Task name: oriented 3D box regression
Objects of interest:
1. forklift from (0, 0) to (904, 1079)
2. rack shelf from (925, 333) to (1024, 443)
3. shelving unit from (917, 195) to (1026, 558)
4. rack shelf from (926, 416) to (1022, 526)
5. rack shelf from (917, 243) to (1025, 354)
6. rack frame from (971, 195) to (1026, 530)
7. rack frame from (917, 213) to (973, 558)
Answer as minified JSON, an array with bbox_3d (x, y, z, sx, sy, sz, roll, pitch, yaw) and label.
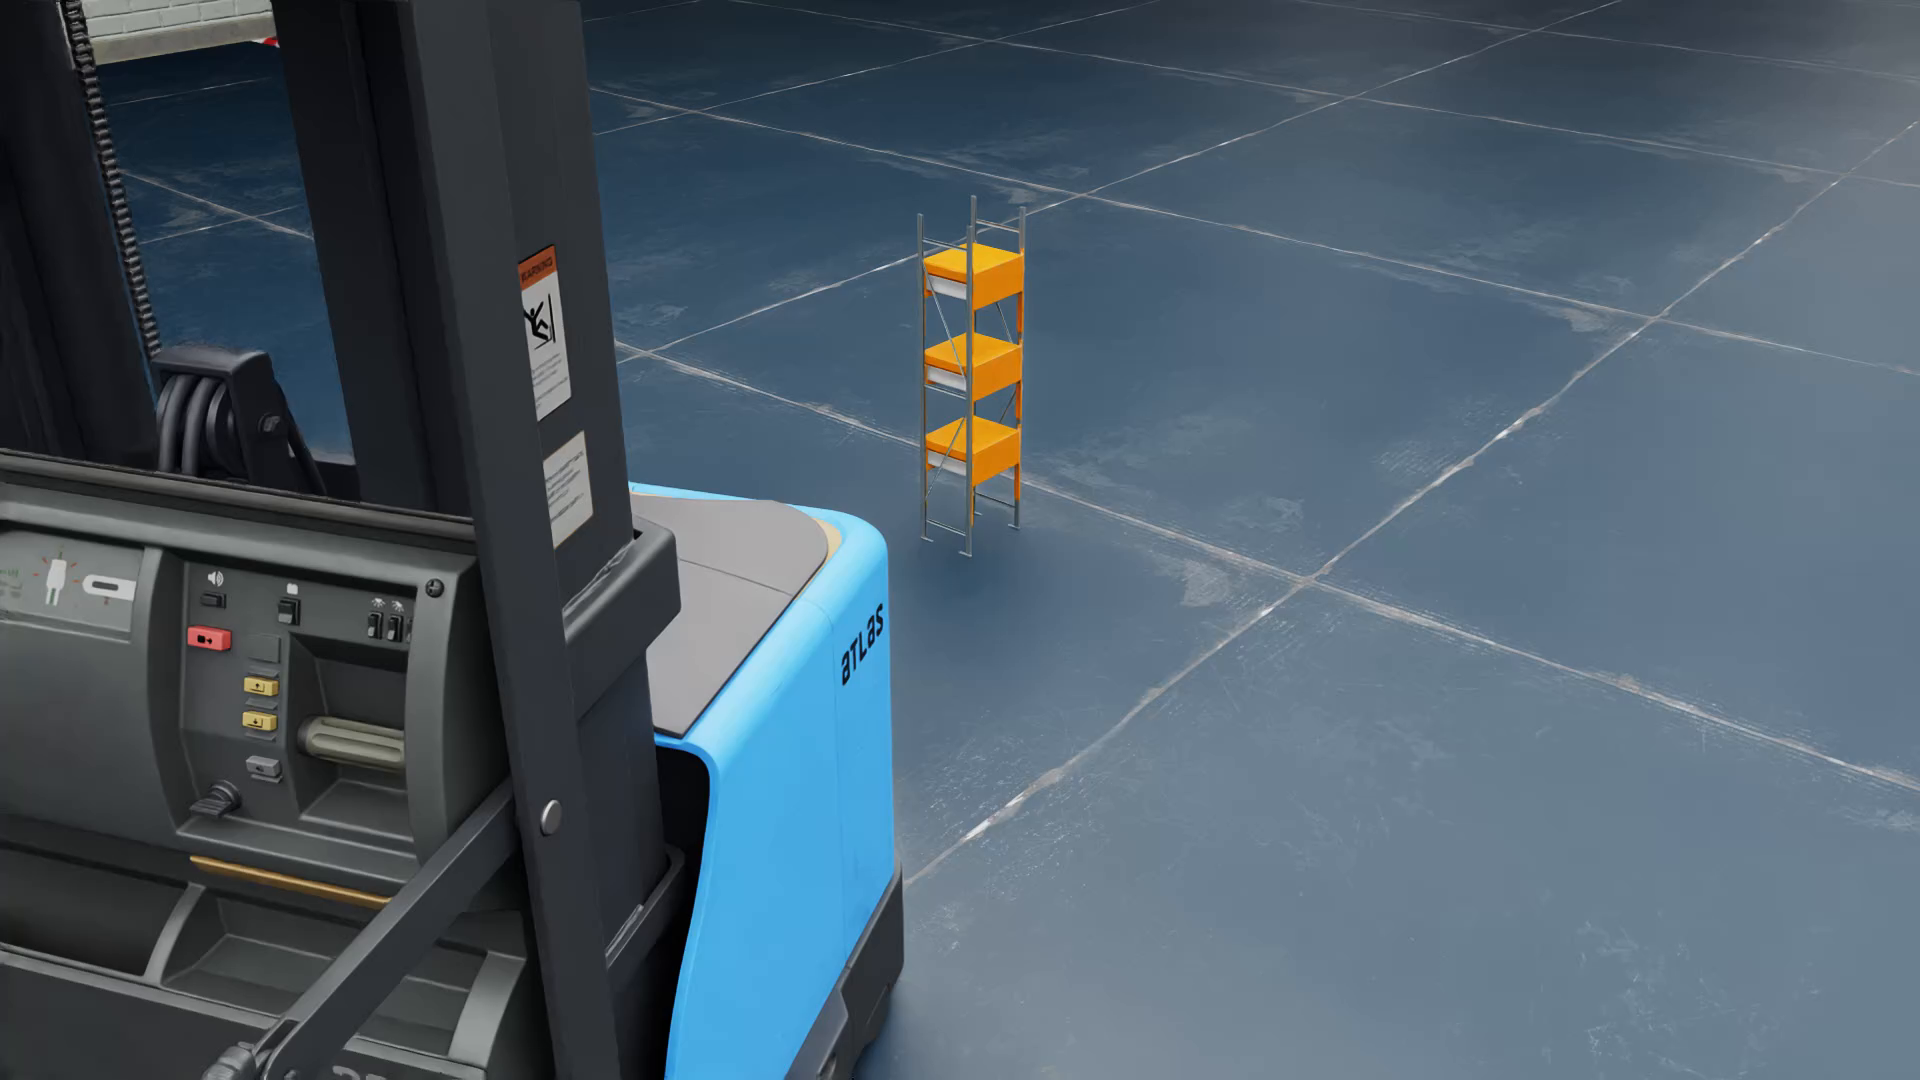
[{"bbox_3d":[-1.036,0.189,1.695,1.130,2.935,3.031,8,28,15],"label":"forklift"},{"bbox_3d":[0.034,-0.476,5.050,0.215,0.259,0.240,21,34,34],"label":"rack shelf"},{"bbox_3d":[0.034,-0.485,5.045,0.215,1.050,0.252,21,34,34],"label":"shelving unit"},{"bbox_3d":[0.034,-0.229,5.178,0.215,0.259,0.240,21,34,34],"label":"rack shelf"},{"bbox_3d":[0.034,-0.728,4.920,0.215,0.259,0.240,21,34,34],"label":"rack shelf"},{"bbox_3d":[0.112,-0.529,5.129,0.200,1.050,0.008,21,34,34],"label":"rack frame"},{"bbox_3d":[-0.044,-0.442,4.962,0.200,1.050,0.008,21,34,34],"label":"rack frame"}]
